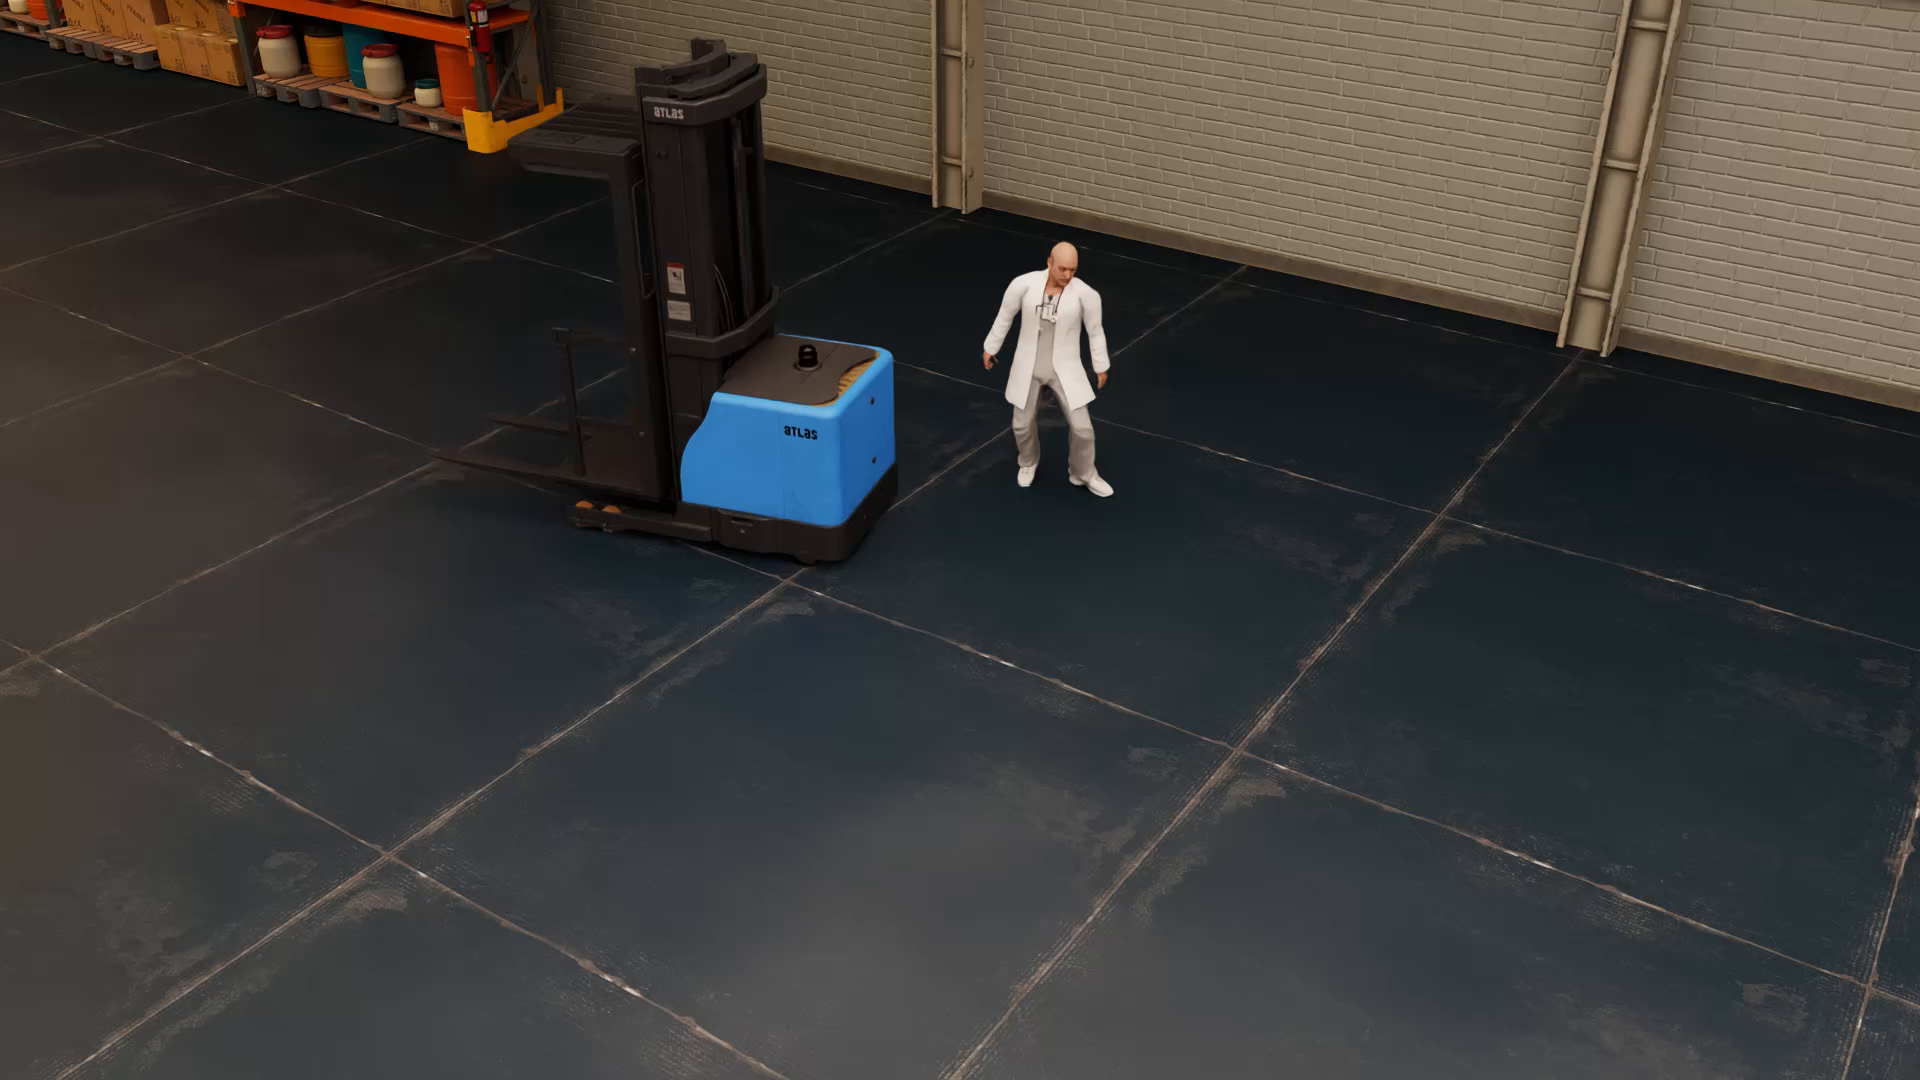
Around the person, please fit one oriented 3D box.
[{"bbox_3d":[0.589,-1.118,10.748,0.930,1.751,0.509,7,31,13],"label":"person"}]

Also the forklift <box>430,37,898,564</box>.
[{"bbox_3d":[-1.980,-1.555,10.259,3.031,2.935,1.130,10,32,16],"label":"forklift"}]
